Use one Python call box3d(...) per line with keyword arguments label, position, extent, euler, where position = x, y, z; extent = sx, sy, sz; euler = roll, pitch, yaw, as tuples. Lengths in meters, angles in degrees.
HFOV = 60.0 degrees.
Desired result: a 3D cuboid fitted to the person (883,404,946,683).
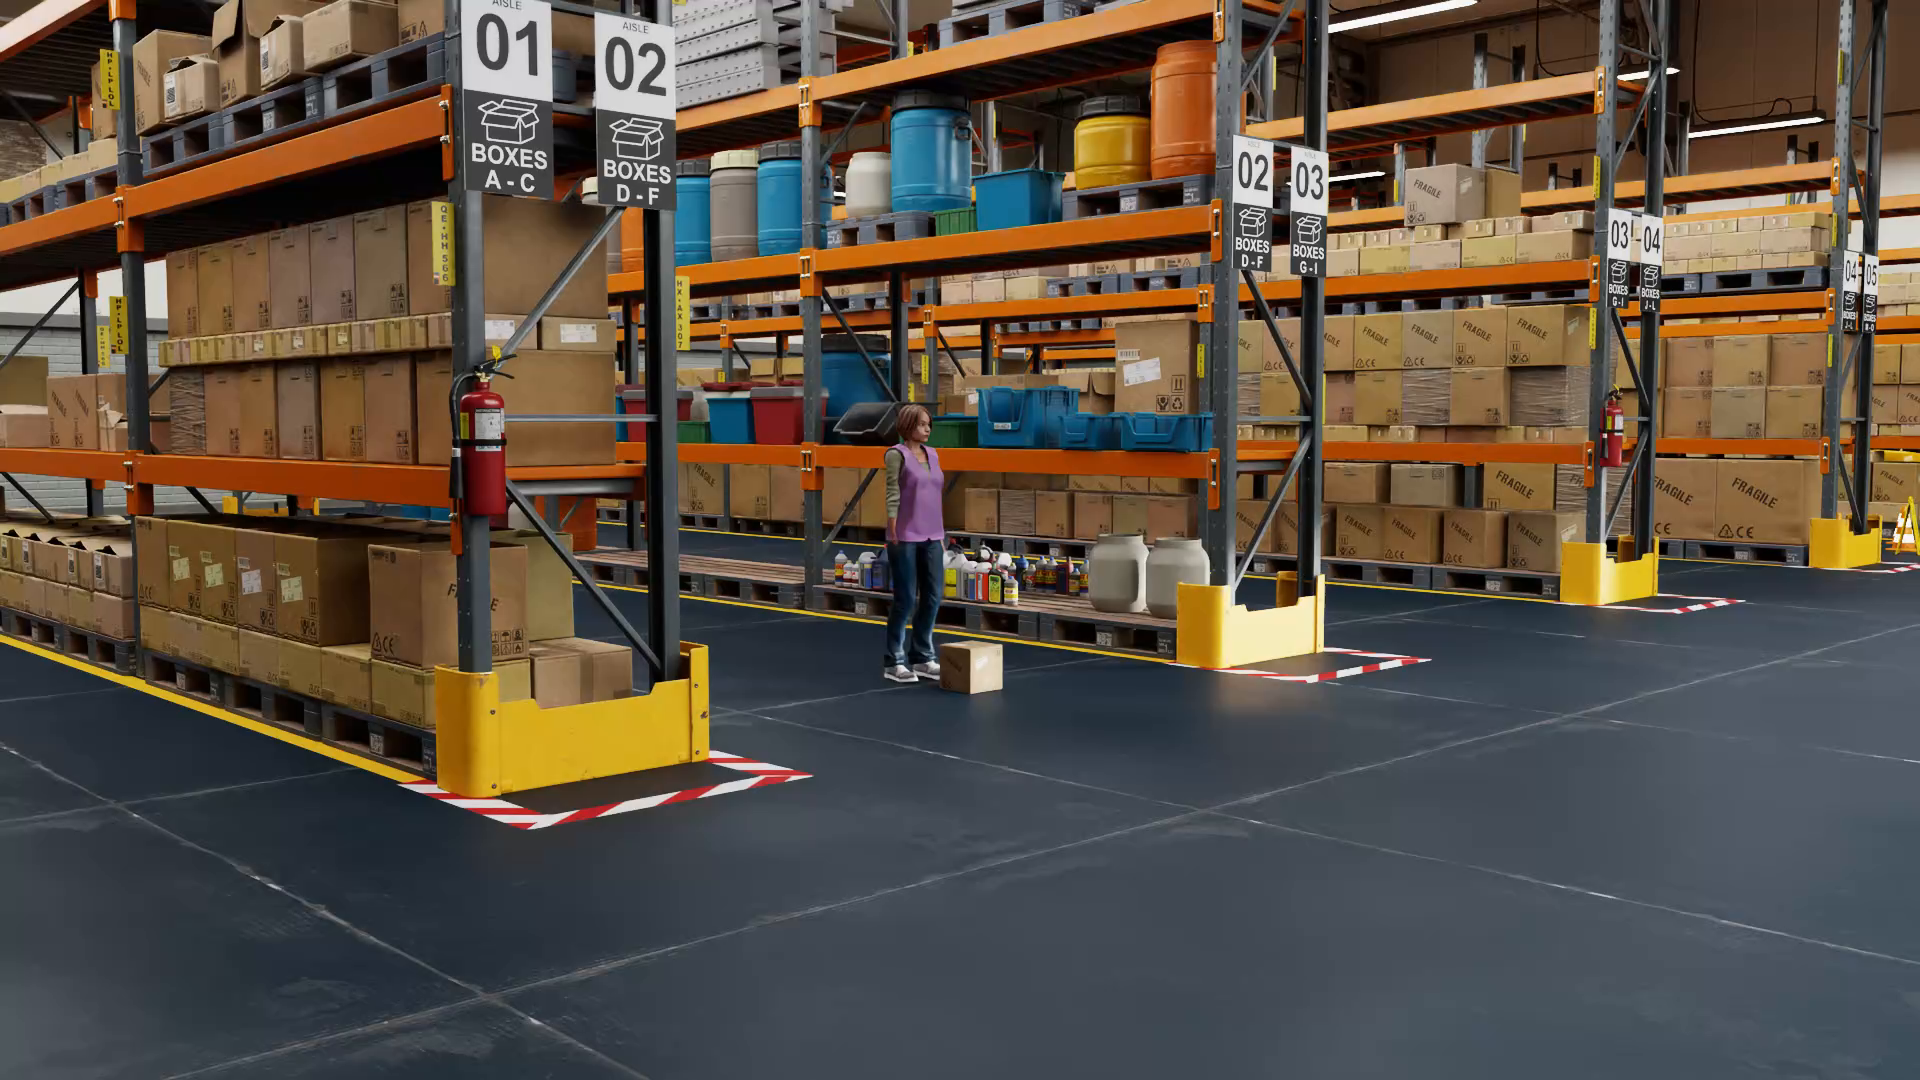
box3d(label="person", position=(-0.252, 0.014, 9.588), extent=(0.407, 1.597, 0.316), euler=(-4, 6, -43))
